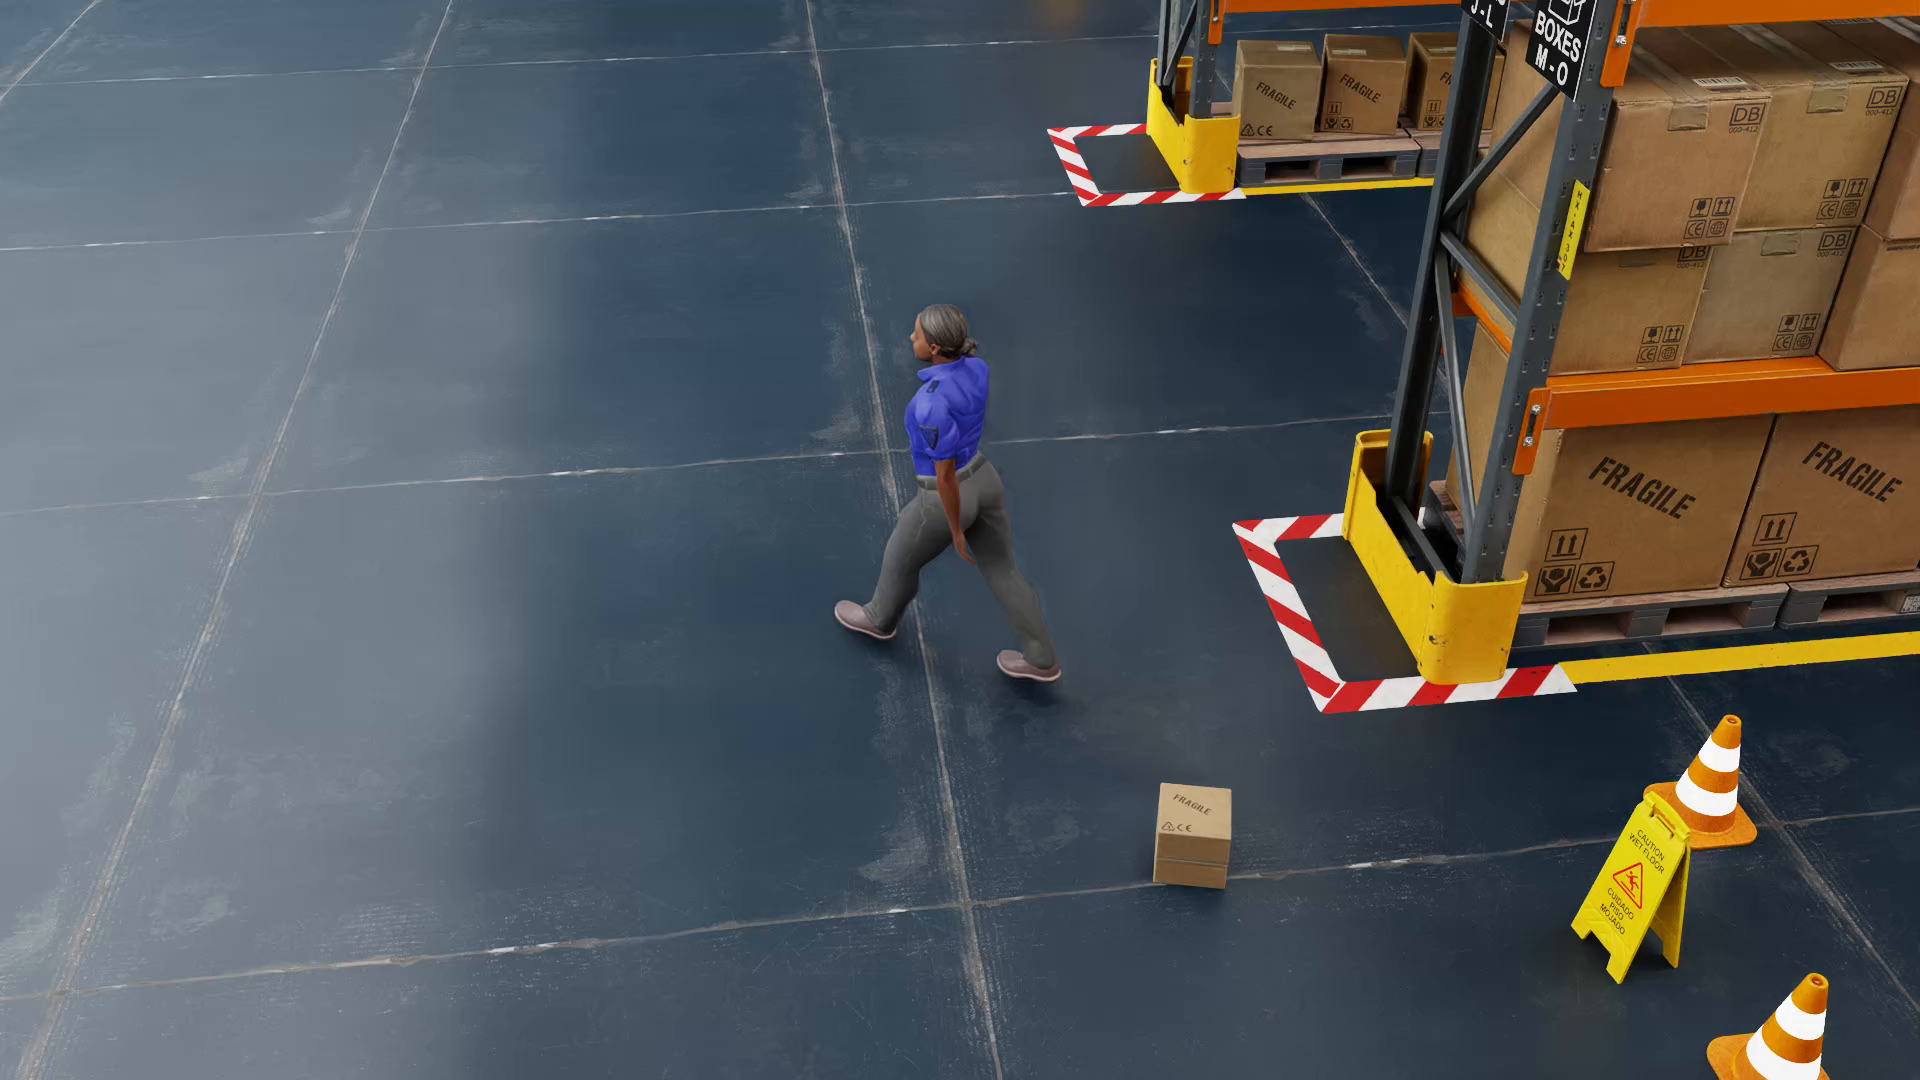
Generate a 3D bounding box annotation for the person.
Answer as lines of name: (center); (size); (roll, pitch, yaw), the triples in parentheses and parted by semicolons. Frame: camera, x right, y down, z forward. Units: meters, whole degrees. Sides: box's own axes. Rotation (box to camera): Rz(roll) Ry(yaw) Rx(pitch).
person: (-0.052, -0.196, 6.429); (1.041, 1.589, 0.475); (22, 41, 28)
